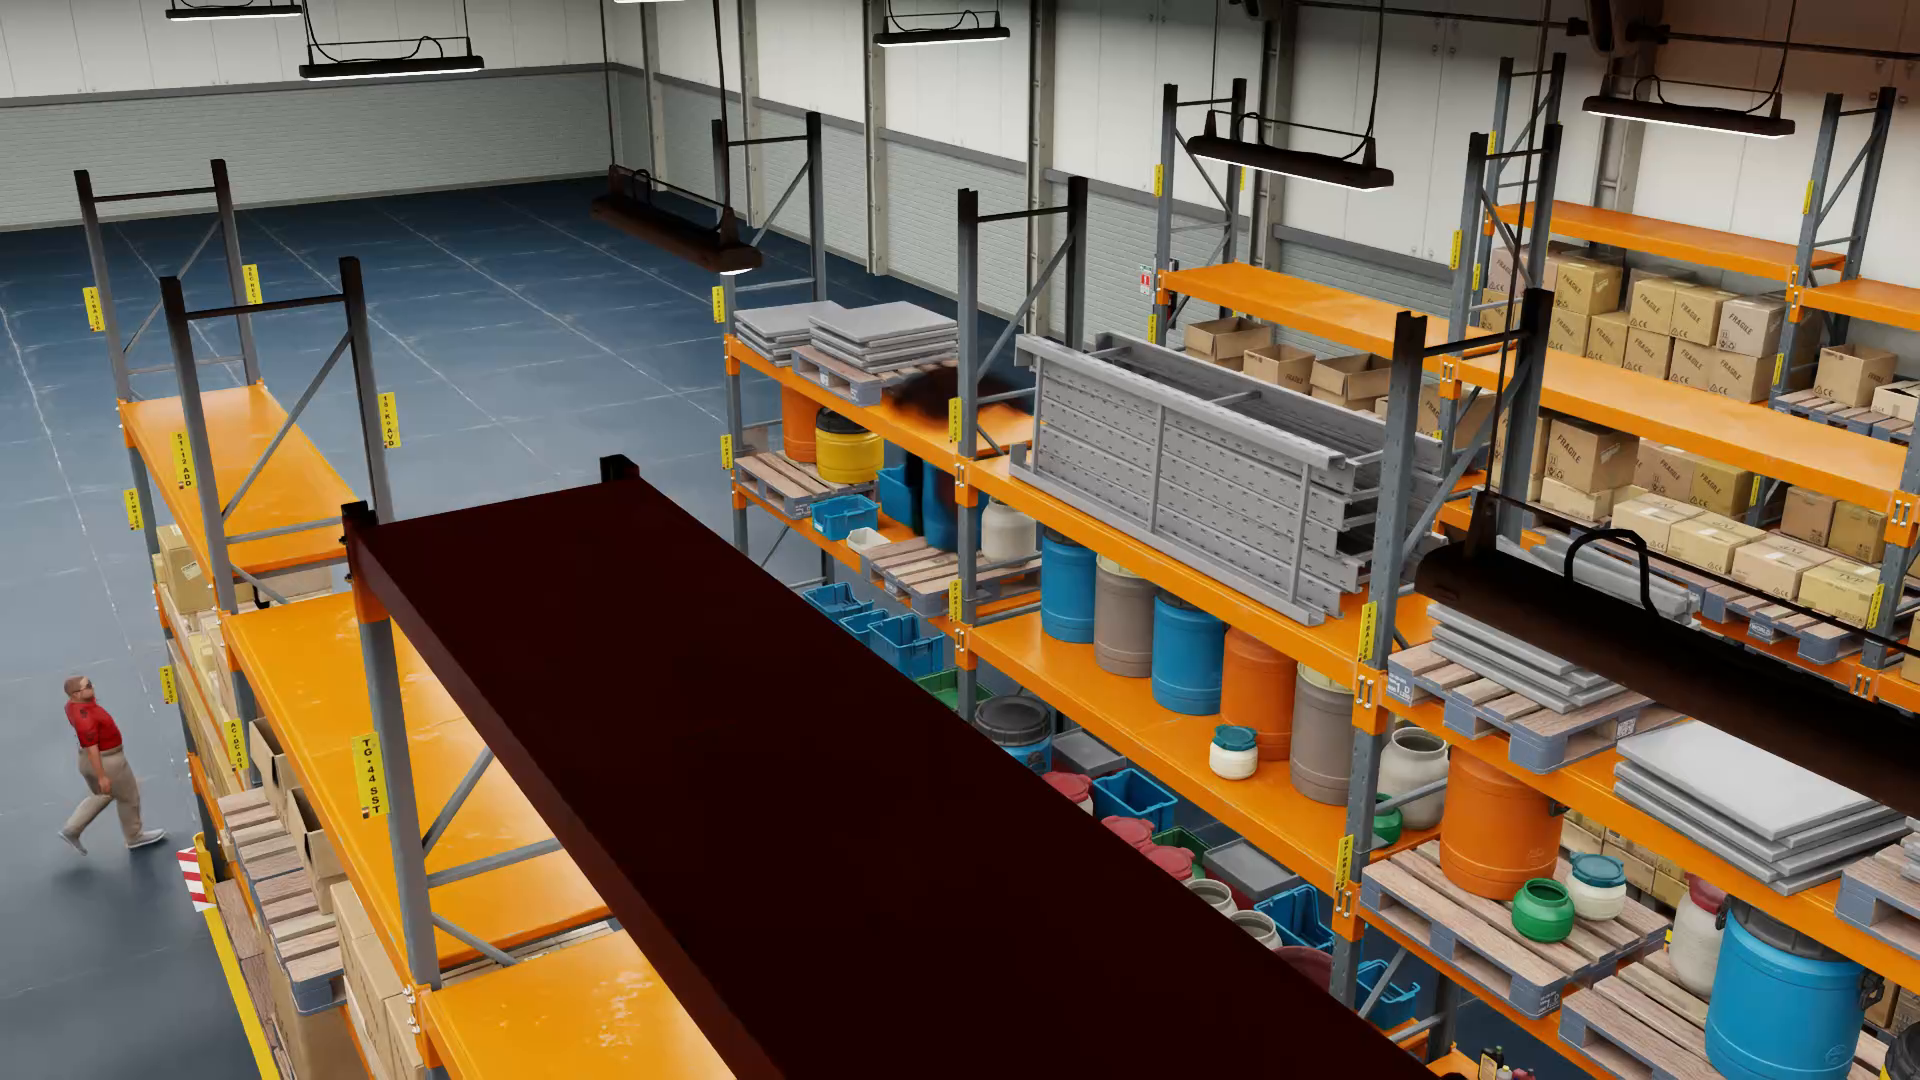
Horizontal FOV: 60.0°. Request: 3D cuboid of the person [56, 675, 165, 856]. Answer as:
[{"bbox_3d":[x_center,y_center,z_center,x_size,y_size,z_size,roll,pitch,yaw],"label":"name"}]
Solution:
[{"bbox_3d":[-7.436,1.925,14.285,0.512,1.702,0.758,12,25,27],"label":"person"}]
